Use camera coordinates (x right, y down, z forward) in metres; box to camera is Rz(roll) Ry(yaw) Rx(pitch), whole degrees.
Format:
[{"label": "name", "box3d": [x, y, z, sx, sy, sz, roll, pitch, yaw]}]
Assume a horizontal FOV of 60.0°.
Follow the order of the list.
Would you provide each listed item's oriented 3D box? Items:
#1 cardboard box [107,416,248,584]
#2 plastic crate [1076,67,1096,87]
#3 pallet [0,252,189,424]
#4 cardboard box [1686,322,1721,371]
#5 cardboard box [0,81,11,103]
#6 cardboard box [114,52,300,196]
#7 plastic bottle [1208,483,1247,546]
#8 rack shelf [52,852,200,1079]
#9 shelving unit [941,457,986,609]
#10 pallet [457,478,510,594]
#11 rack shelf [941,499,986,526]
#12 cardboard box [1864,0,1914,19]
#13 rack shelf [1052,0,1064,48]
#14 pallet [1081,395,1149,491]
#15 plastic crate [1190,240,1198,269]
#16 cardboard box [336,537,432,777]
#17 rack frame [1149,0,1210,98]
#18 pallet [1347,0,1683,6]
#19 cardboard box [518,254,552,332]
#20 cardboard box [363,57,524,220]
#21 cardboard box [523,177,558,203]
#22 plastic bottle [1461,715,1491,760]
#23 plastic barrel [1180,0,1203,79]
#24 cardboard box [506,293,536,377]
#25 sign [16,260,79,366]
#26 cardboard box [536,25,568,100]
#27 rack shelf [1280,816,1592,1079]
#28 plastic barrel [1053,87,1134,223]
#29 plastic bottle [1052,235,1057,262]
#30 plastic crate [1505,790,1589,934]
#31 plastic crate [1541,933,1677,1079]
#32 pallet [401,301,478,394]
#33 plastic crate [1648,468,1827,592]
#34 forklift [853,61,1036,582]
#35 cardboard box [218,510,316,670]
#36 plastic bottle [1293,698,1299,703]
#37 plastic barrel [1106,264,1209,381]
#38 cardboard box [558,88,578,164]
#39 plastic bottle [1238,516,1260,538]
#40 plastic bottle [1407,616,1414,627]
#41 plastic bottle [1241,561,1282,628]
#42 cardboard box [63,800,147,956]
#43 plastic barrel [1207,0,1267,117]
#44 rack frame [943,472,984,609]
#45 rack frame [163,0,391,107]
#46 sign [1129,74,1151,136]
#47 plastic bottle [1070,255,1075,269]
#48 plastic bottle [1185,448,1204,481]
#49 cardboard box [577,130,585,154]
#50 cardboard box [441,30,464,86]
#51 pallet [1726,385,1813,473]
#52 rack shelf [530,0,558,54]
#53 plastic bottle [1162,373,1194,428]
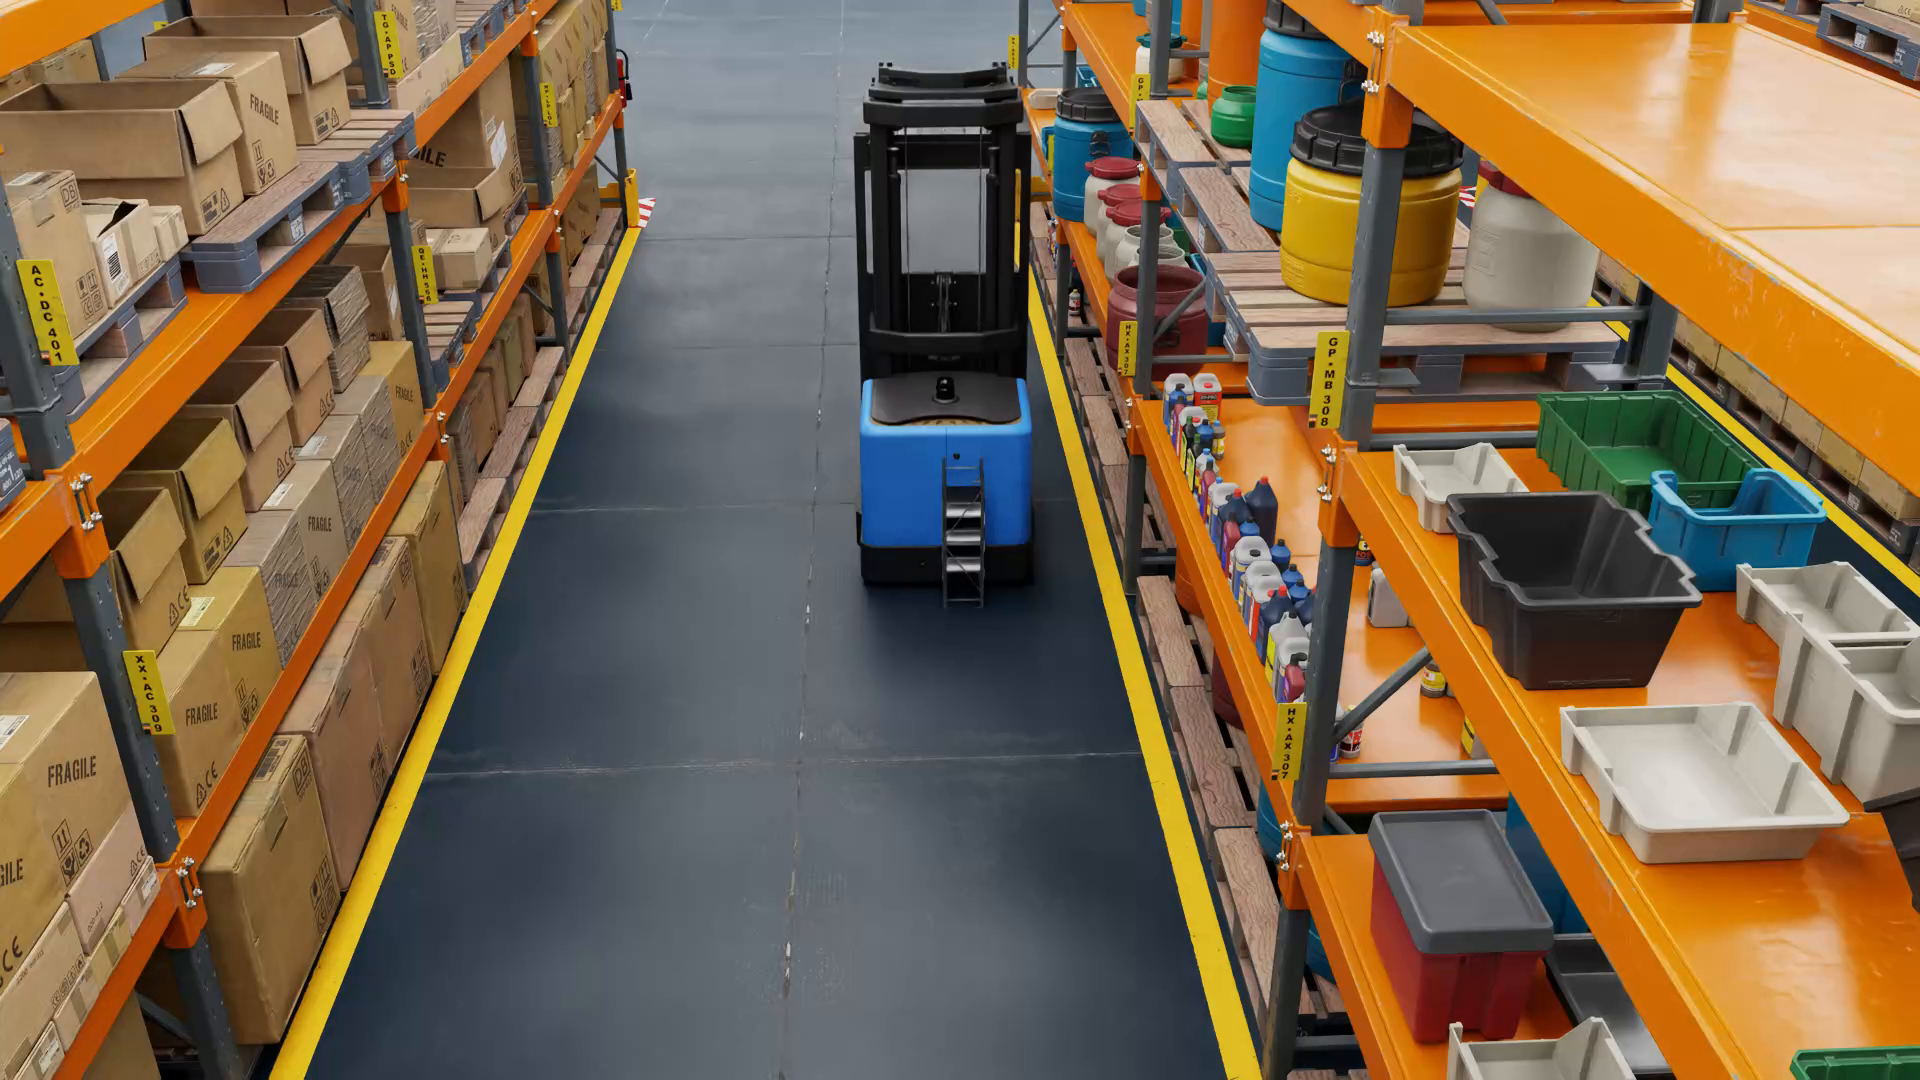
[{"label": "cardboard box", "box3d": [-3.307, -0.161, 6.621, 0.797, 0.503, 0.637, -1, 28, -2]}, {"label": "plastic crate", "box3d": [1.403, -4.431, 16.163, 0.499, 0.251, 0.616, -1, 28, -3]}, {"label": "pallet", "box3d": [-3.338, -0.727, 5.863, 0.805, 0.209, 1.217, -2, 28, -5]}, {"label": "cardboard box", "box3d": [6.033, -1.530, 12.959, 0.500, 0.250, 0.500, -1, 28, -1]}, {"label": "cardboard box", "box3d": [-8.738, -3.665, 14.372, 0.875, 0.550, 0.500, -1, 28, -3]}, {"label": "cardboard box", "box3d": [-3.213, -1.791, 7.134, 0.500, 0.500, 0.500, 0, 28, 0]}, {"label": "plastic bottle", "box3d": [1.268, -0.123, 7.877, 0.152, 0.276, 0.135, -1, 28, -3]}, {"label": "rack shelf", "box3d": [-3.137, 2.183, 4.098, 1.077, 0.370, 4.000, -1, 28, -3]}, {"label": "shelving unit", "box3d": [0.018, -0.035, 9.843, 0.258, 0.900, 0.210, -1, 28, -1]}, {"label": "pallet", "box3d": [-3.489, -0.031, 10.581, 1.003, 0.211, 1.213, -1, 28, -3]}, {"label": "rack shelf", "box3d": [0.018, -0.165, 9.775, 0.258, 0.077, 0.200, -1, 28, -1]}, {"label": "cardboard box", "box3d": [6.273, -3.557, 10.790, 0.500, 0.250, 0.500, -4, 28, -7]}, {"label": "rack shelf", "box3d": [1.183, -4.808, 14.259, 1.077, 0.370, 4.000, -1, 28, -3]}, {"label": "pallet", "box3d": [1.434, -0.711, 11.884, 1.003, 0.211, 1.213, -1, 28, -3]}, {"label": "plastic crate", "box3d": [1.717, -1.808, 10.904, 0.402, 0.464, 0.583, -1, 28, -3]}, {"label": "cardboard box", "box3d": [-3.396, 0.580, 8.237, 1.225, 0.875, 0.875, -1, 28, -2]}, {"label": "rack frame", "box3d": [1.496, -3.686, 8.087, 1.000, 3.000, 0.127, -1, 28, -3]}, {"label": "pallet", "box3d": [1.631, -1.959, 5.412, 1.003, 0.211, 1.213, -1, 28, -3]}, {"label": "cardboard box", "box3d": [-3.640, -2.017, 13.623, 0.500, 0.500, 0.500, -2, 28, -4]}, {"label": "cardboard box", "box3d": [-3.757, -2.836, 11.841, 1.000, 1.000, 1.000, -1, 28, -2]}, {"label": "cardboard box", "box3d": [-3.370, -2.749, 13.049, 0.380, 0.149, 0.250, -1, 28, -3]}, {"label": "plastic bottle", "box3d": [2.008, 0.654, 6.306, 0.144, 0.351, 0.185, -1, 28, -3]}, {"label": "plastic barrel", "box3d": [1.636, -3.233, 9.997, 0.600, 0.830, 0.708, -1, 28, -3]}, {"label": "cardboard box", "box3d": [-3.648, -1.557, 12.718, 0.700, 0.500, 0.500, -3, 28, -7]}, {"label": "sign", "box3d": [-2.687, -0.668, 4.898, 0.100, 0.325, 0.005, -1, 28, -3]}, {"label": "cardboard box", "box3d": [-3.456, -3.818, 13.316, 0.500, 0.500, 0.500, -1, 28, -3]}, {"label": "rack shelf", "box3d": [1.809, 2.064, 4.328, 1.077, 0.370, 4.000, -1, 28, -3]}, {"label": "plastic barrel", "box3d": [1.005, -2.910, 12.544, 0.600, 0.901, 0.708, -1, 28, -3]}, {"label": "plastic bottle", "box3d": [0.885, -2.657, 15.075, 0.097, 0.271, 0.097, 0, 28, 0]}, {"label": "plastic crate", "box3d": [2.070, 1.009, 5.524, 0.392, 0.384, 0.575, -1, 28, -3]}, {"label": "plastic crate", "box3d": [2.032, 1.427, 5.003, 0.437, 0.125, 0.590, -1, 28, -3]}, {"label": "pallet", "box3d": [-3.594, -1.148, 9.915, 1.213, 0.211, 1.003, -1, 28, -3]}, {"label": "plastic crate", "box3d": [2.071, -0.022, 4.486, 0.416, 0.233, 0.300, -1, 28, -3]}, {"label": "forklift", "box3d": [-0.112, -1.685, 10.810, 1.130, 2.935, 3.031, -1, 28, -1]}, {"label": "cardboard box", "box3d": [-3.068, 0.215, 6.987, 0.500, 0.500, 0.500, -2, 28, -4]}, {"label": "plastic bottle", "box3d": [1.328, 0.682, 6.414, 0.097, 0.201, 0.097, 0, 28, 0]}, {"label": "plastic barrel", "box3d": [1.169, -1.294, 9.839, 0.600, 0.536, 0.708, -1, 28, -3]}, {"label": "cardboard box", "box3d": [-3.612, -3.371, 13.540, 0.875, 0.500, 0.500, -1, 28, -3]}, {"label": "plastic bottle", "box3d": [1.317, 0.017, 7.613, 0.097, 0.271, 0.097, 0, 28, 0]}, {"label": "plastic bottle", "box3d": [2.013, 0.225, 7.208, 0.152, 0.276, 0.135, -1, 28, -3]}, {"label": "plastic bottle", "box3d": [1.309, 0.238, 7.184, 0.152, 0.276, 0.135, -1, 28, -3]}, {"label": "cardboard box", "box3d": [-2.956, 1.073, 5.290, 0.500, 0.250, 0.500, -2, 28, -4]}, {"label": "plastic barrel", "box3d": [1.523, -2.471, 8.081, 0.600, 0.830, 0.708, -1, 28, -3]}, {"label": "rack frame", "box3d": [0.021, 0.012, 9.753, 0.240, 0.900, 0.006, -1, 28, -1]}, {"label": "rack frame", "box3d": [-3.450, -3.567, 7.857, 1.000, 3.000, 0.127, -1, 28, -3]}, {"label": "sign", "box3d": [0.947, -2.293, 8.773, 0.100, 0.325, 0.005, -1, 28, -3]}, {"label": "plastic bottle", "box3d": [0.956, -2.273, 14.253, 0.144, 0.351, 0.185, -3, 28, -5]}, {"label": "plastic bottle", "box3d": [1.206, -0.401, 8.490, 0.097, 0.201, 0.097, 0, 28, 0]}, {"label": "cardboard box", "box3d": [-3.461, -3.441, 14.376, 0.380, 0.149, 0.250, -1, 28, -3]}, {"label": "cardboard box", "box3d": [-3.283, -2.868, 9.923, 0.500, 0.250, 0.500, -1, 28, -2]}, {"label": "pallet", "box3d": [6.378, -0.851, 12.153, 1.003, 0.211, 1.213, -1, 28, -3]}, {"label": "rack shelf", "box3d": [-3.763, -4.688, 14.030, 1.077, 0.370, 4.000, -1, 28, -3]}, {"label": "plastic bottle", "box3d": [1.196, -0.764, 9.105, 0.152, 0.276, 0.135, -1, 28, -3]}]
